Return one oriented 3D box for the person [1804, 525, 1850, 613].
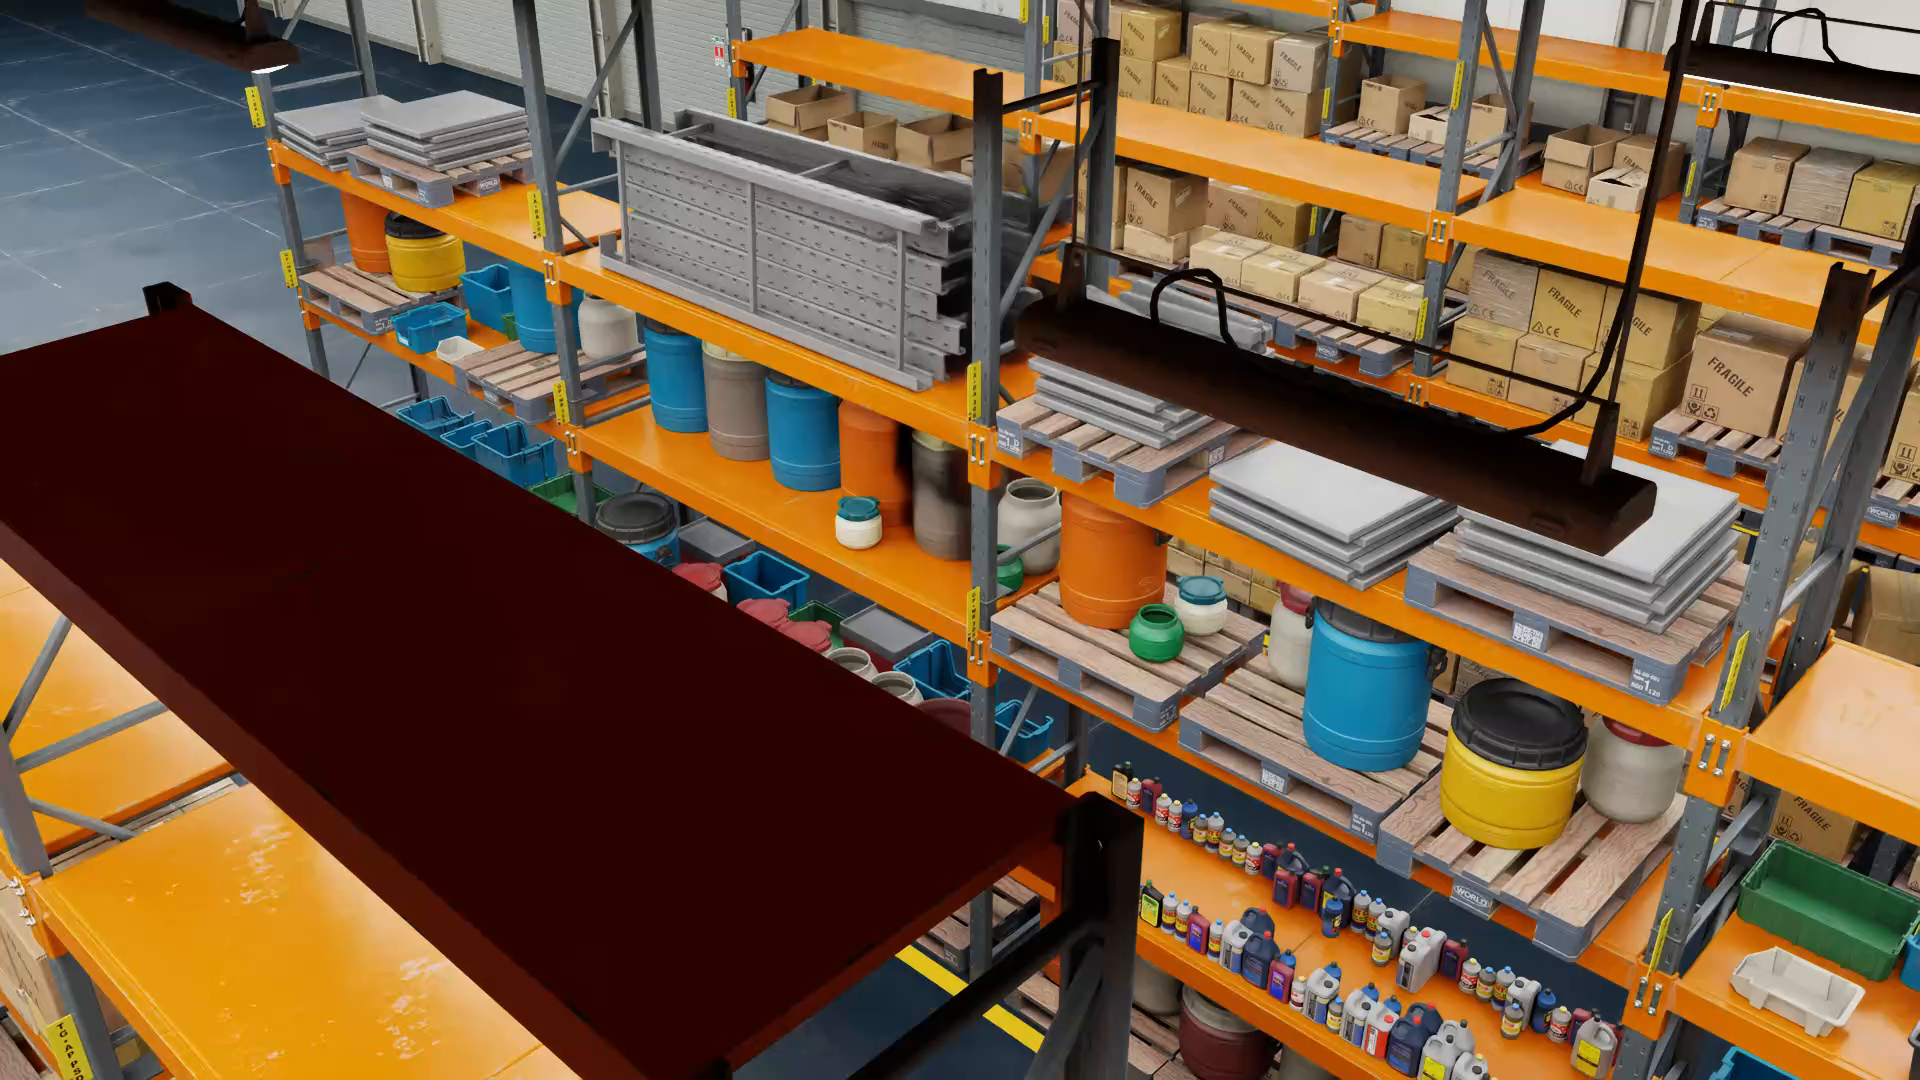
[{"bbox_3d":[7.354,0.220,14.185,0.622,1.670,0.575,15,33,25],"label":"person"}]
